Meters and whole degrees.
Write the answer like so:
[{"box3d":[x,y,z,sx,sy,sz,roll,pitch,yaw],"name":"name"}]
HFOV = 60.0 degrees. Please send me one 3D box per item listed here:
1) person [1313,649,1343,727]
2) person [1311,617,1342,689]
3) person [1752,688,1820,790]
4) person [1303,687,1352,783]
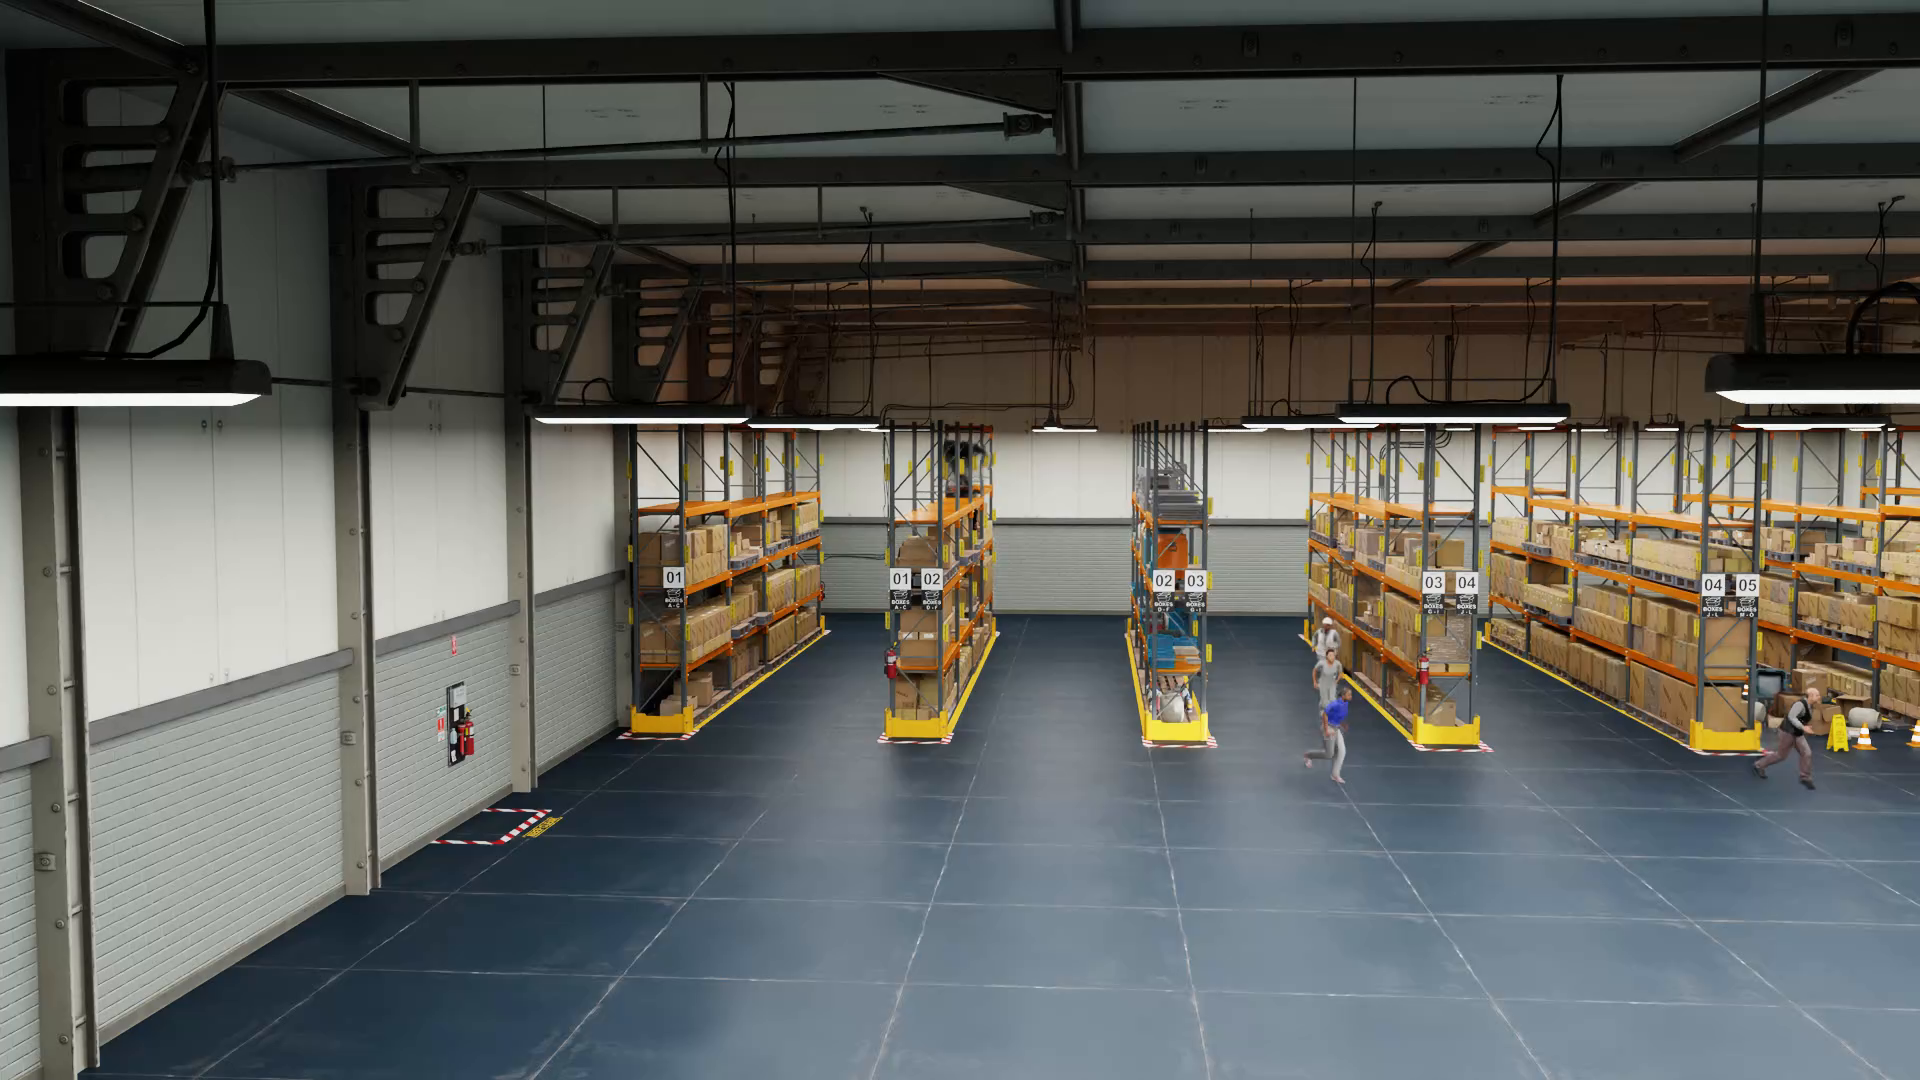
[{"box3d":[7.159,2.893,32.427,0.556,1.603,0.716,0,4,-4],"name":"person"},{"box3d":[8.156,2.547,37.016,0.661,1.724,0.871,1,4,13],"name":"person"},{"box3d":[13.485,3.203,27.126,1.009,1.680,0.697,3,5,41],"name":"person"},{"box3d":[6.117,3.208,27.629,0.832,1.610,0.549,2,4,34],"name":"person"}]
